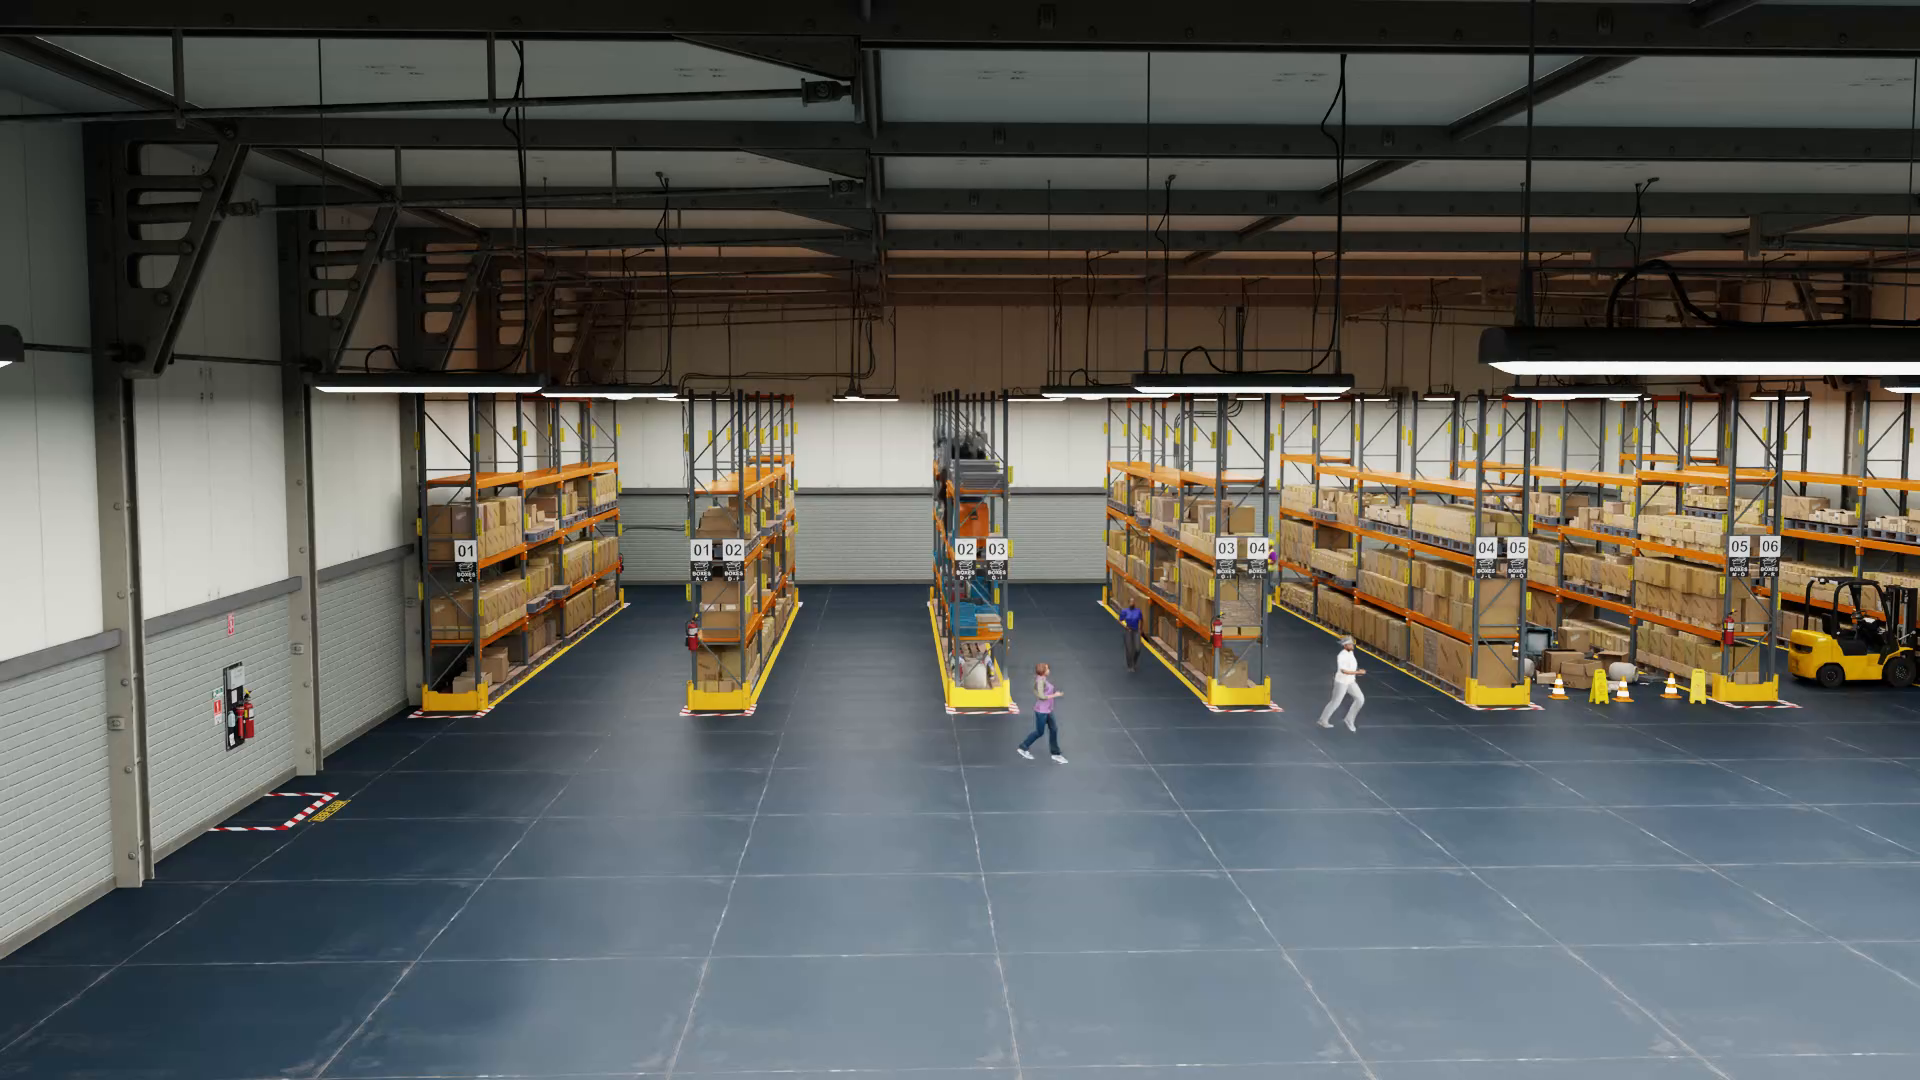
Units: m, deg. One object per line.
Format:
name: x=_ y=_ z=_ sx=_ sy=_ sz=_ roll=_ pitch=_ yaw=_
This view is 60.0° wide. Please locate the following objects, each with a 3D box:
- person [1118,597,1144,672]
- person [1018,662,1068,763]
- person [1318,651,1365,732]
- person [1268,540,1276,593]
person: x=3.667 y=2.019 z=35.449 sx=0.576 sy=1.617 sz=0.573 roll=0 pitch=5 yaw=-4
person: x=1.321 y=2.744 z=26.449 sx=0.799 sy=1.612 sz=0.532 roll=1 pitch=5 yaw=16
person: x=6.689 y=2.633 z=29.134 sx=0.765 sy=1.452 sz=0.385 roll=4 pitch=6 yaw=41
person: x=9.108 y=0.820 z=48.775 sx=0.736 sy=1.662 sz=0.716 roll=-2 pitch=5 yaw=-20
